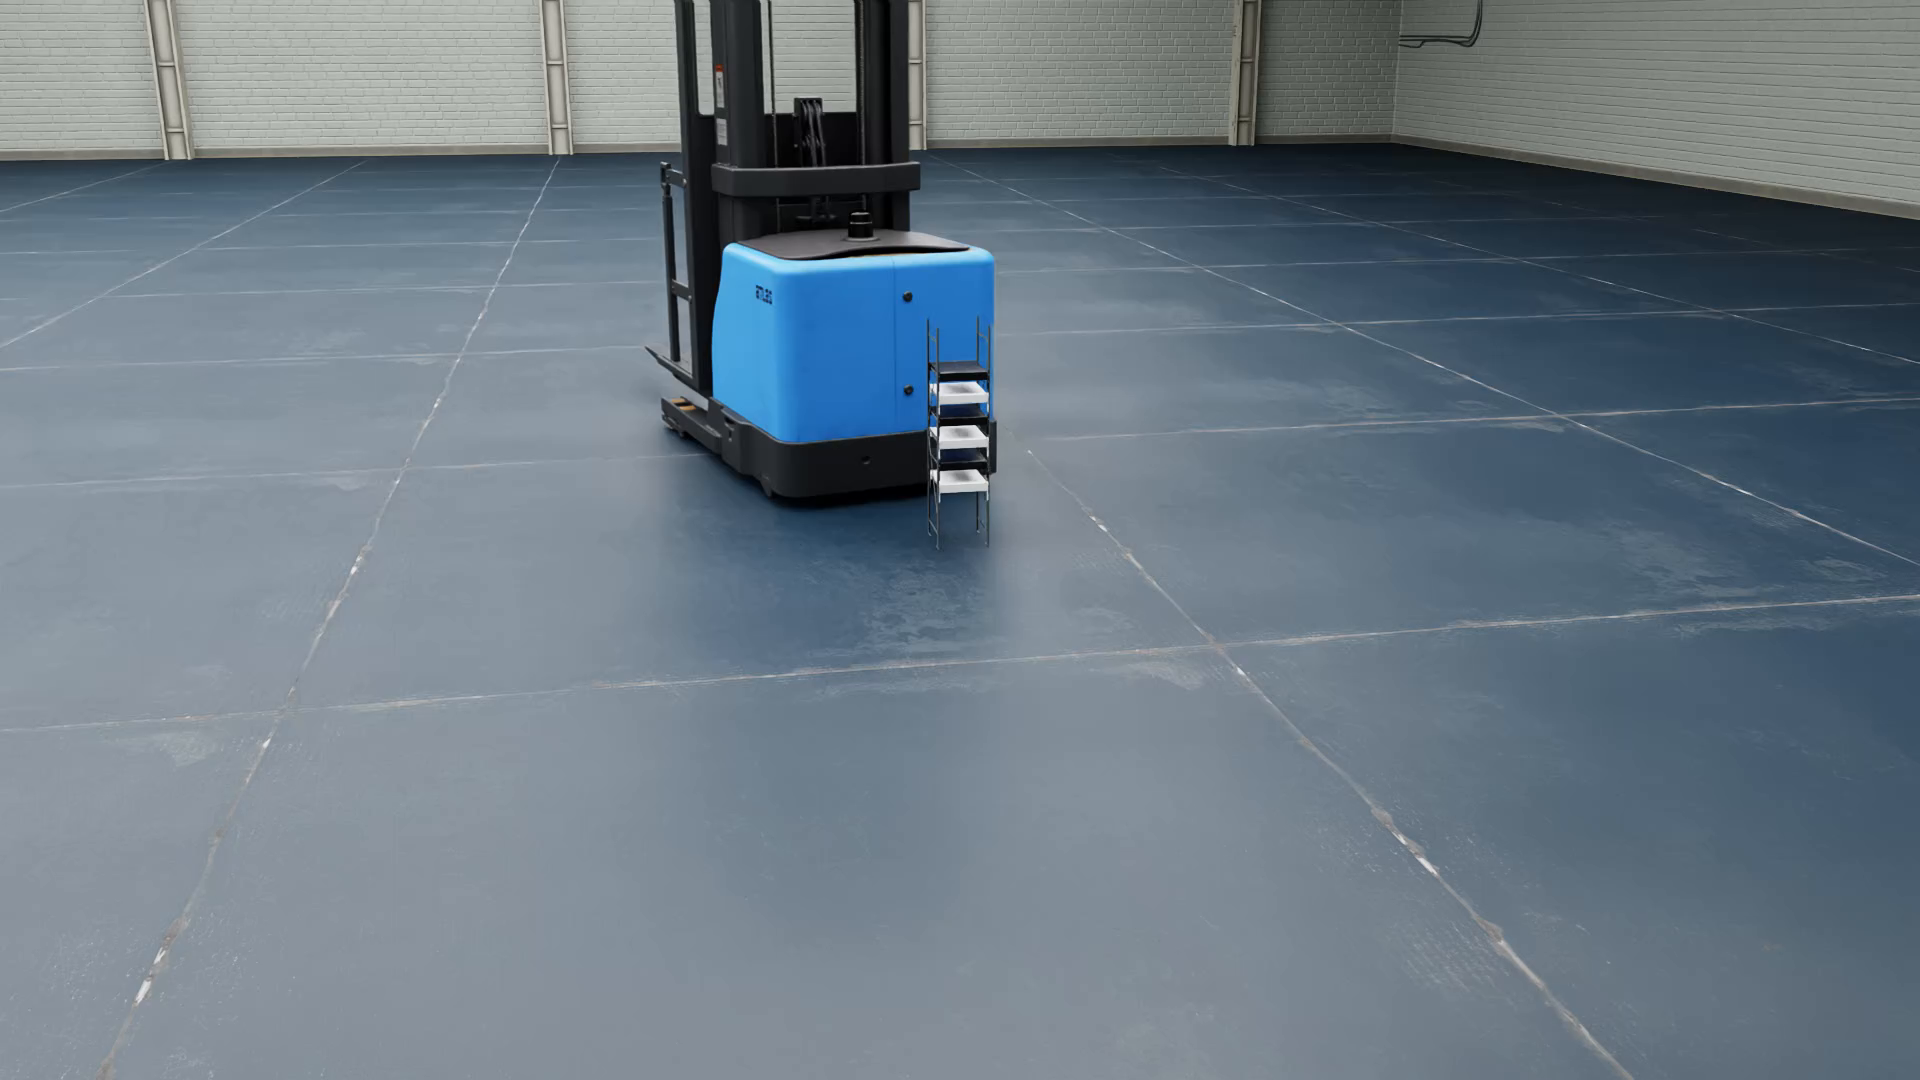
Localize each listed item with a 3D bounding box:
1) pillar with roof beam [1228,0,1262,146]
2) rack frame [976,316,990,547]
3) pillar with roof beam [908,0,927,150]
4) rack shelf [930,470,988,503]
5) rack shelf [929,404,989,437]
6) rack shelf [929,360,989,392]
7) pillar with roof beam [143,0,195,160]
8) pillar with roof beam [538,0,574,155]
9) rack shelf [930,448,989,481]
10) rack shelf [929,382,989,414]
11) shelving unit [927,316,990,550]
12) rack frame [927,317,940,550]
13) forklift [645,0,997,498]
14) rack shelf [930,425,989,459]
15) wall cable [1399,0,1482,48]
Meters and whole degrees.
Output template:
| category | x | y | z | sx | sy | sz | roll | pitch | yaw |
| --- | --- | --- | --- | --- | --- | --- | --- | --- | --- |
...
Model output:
| category | x | y | z | sx | sy | sz | roll | pitch | yaw |
| --- | --- | --- | --- | --- | --- | --- | --- | --- | --- |
| pillar with roof beam | 5.906 | -10.215 | 24.743 | 0.400 | 9.000 | 9.100 | -3 | 17 | -10 |
| rack frame | 0.092 | -0.435 | 6.697 | 0.006 | 0.900 | 0.240 | -3 | 17 | -10 |
| pillar with roof beam | 0.015 | -9.881 | 23.655 | 0.400 | 9.000 | 9.100 | -3 | 17 | -10 |
| rack shelf | -0.008 | -0.226 | 6.741 | 0.200 | 0.077 | 0.258 | -3 | 17 | -10 |
| rack shelf | -0.008 | -0.484 | 6.662 | 0.200 | 0.077 | 0.258 | -3 | 17 | -10 |
| rack shelf | -0.008 | -0.656 | 6.609 | 0.200 | 0.077 | 0.258 | -3 | 17 | -10 |
| pillar with roof beam | -11.767 | -9.212 | 21.479 | 0.400 | 9.000 | 9.100 | -3 | 17 | -10 |
| pillar with roof beam | -5.876 | -9.547 | 22.567 | 0.400 | 9.000 | 9.100 | -3 | 17 | -10 |
| rack shelf | -0.008 | -0.312 | 6.714 | 0.200 | 0.077 | 0.258 | -3 | 17 | -10 |
| rack shelf | -0.008 | -0.570 | 6.635 | 0.200 | 0.077 | 0.258 | -3 | 17 | -10 |
| shelving unit | -0.008 | -0.430 | 6.678 | 0.210 | 0.900 | 0.258 | -3 | 17 | -10 |
| rack frame | -0.108 | -0.424 | 6.660 | 0.006 | 0.900 | 0.240 | -3 | 17 | -10 |
| forklift | -0.910 | -1.972 | 8.241 | 1.130 | 2.935 | 3.031 | -8 | 19 | -24 |
| rack shelf | -0.008 | -0.398 | 6.688 | 0.200 | 0.077 | 0.258 | -3 | 17 | -10 |
| wall cable | 8.233 | -9.755 | 28.533 | 0.112 | 2.526 | 3.097 | -3 | 17 | -10 |
